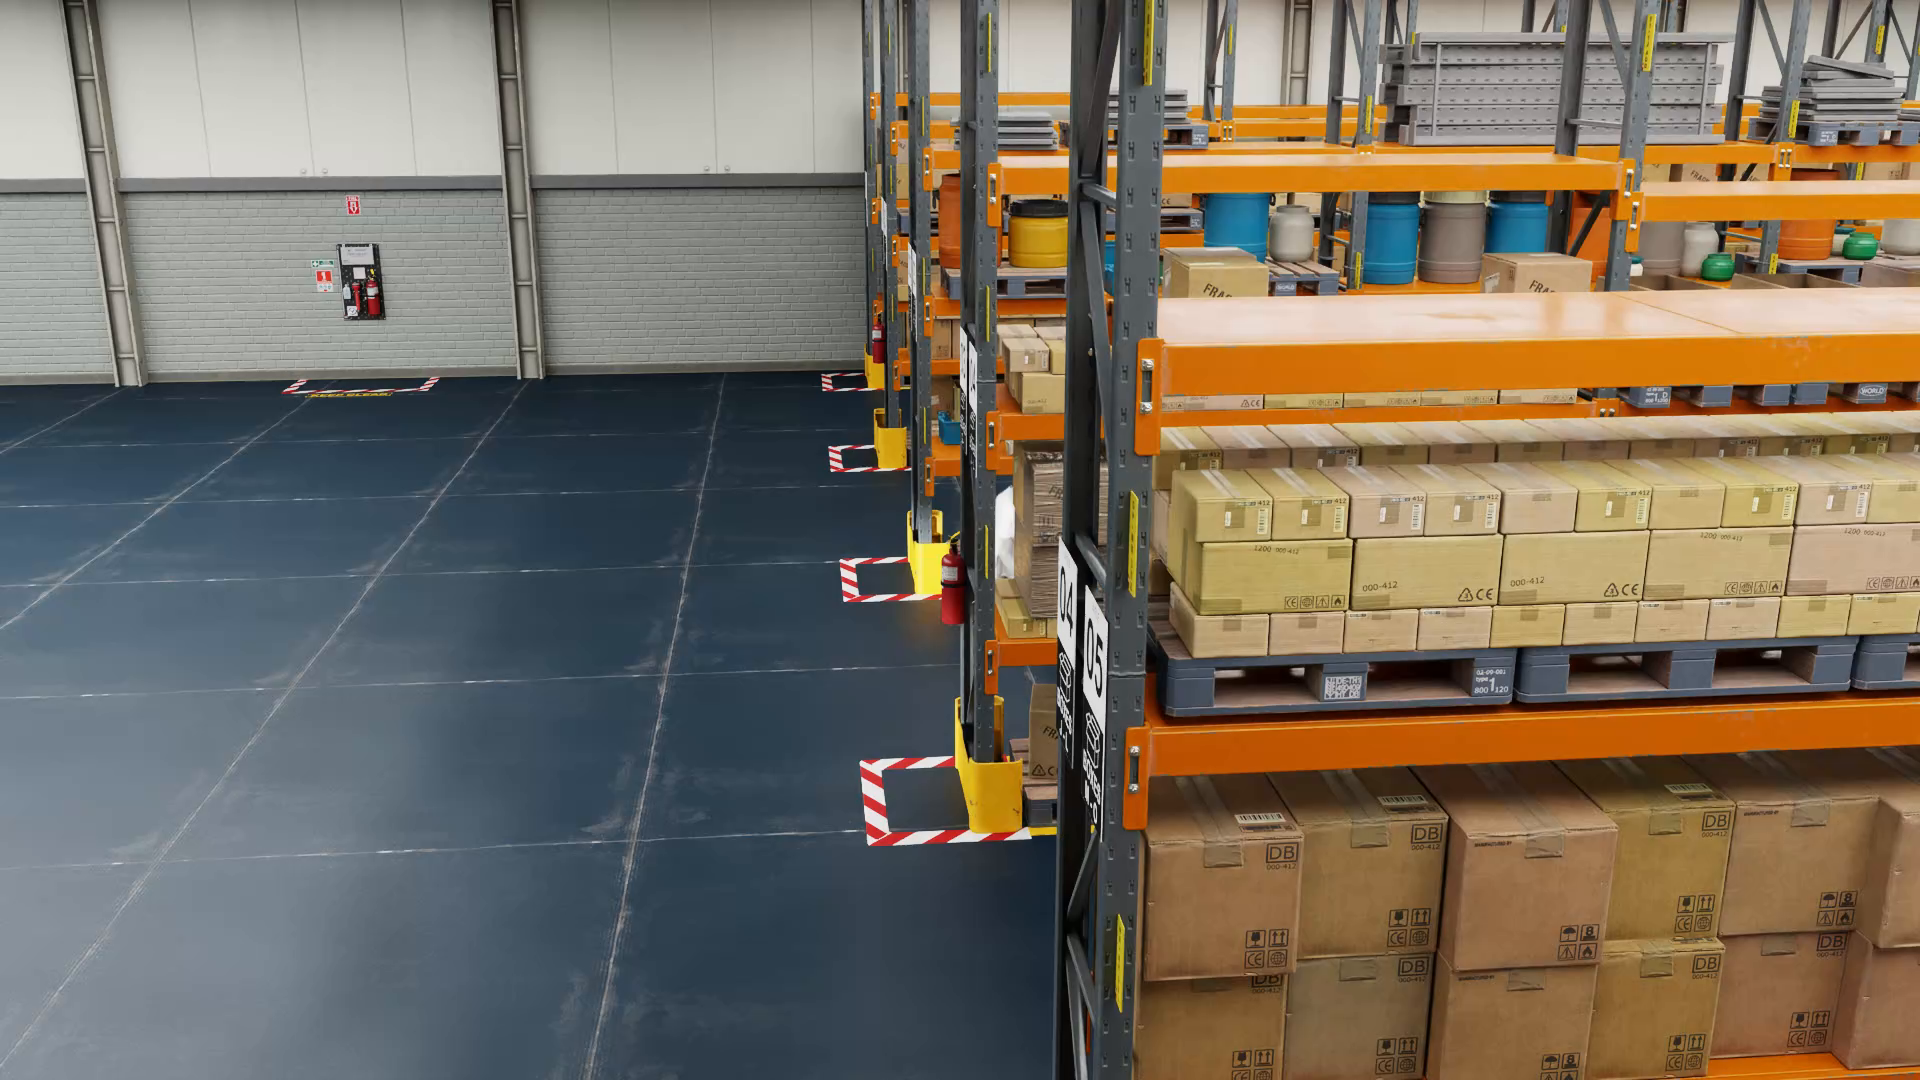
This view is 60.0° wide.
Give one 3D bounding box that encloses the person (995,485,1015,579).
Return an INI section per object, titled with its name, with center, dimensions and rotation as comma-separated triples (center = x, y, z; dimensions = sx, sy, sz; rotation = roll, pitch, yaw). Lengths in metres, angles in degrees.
[person]
center = 0.529, 0.041, 14.998
dimensions = 0.937, 1.349, 0.462
rotation = -14, 21, -38
